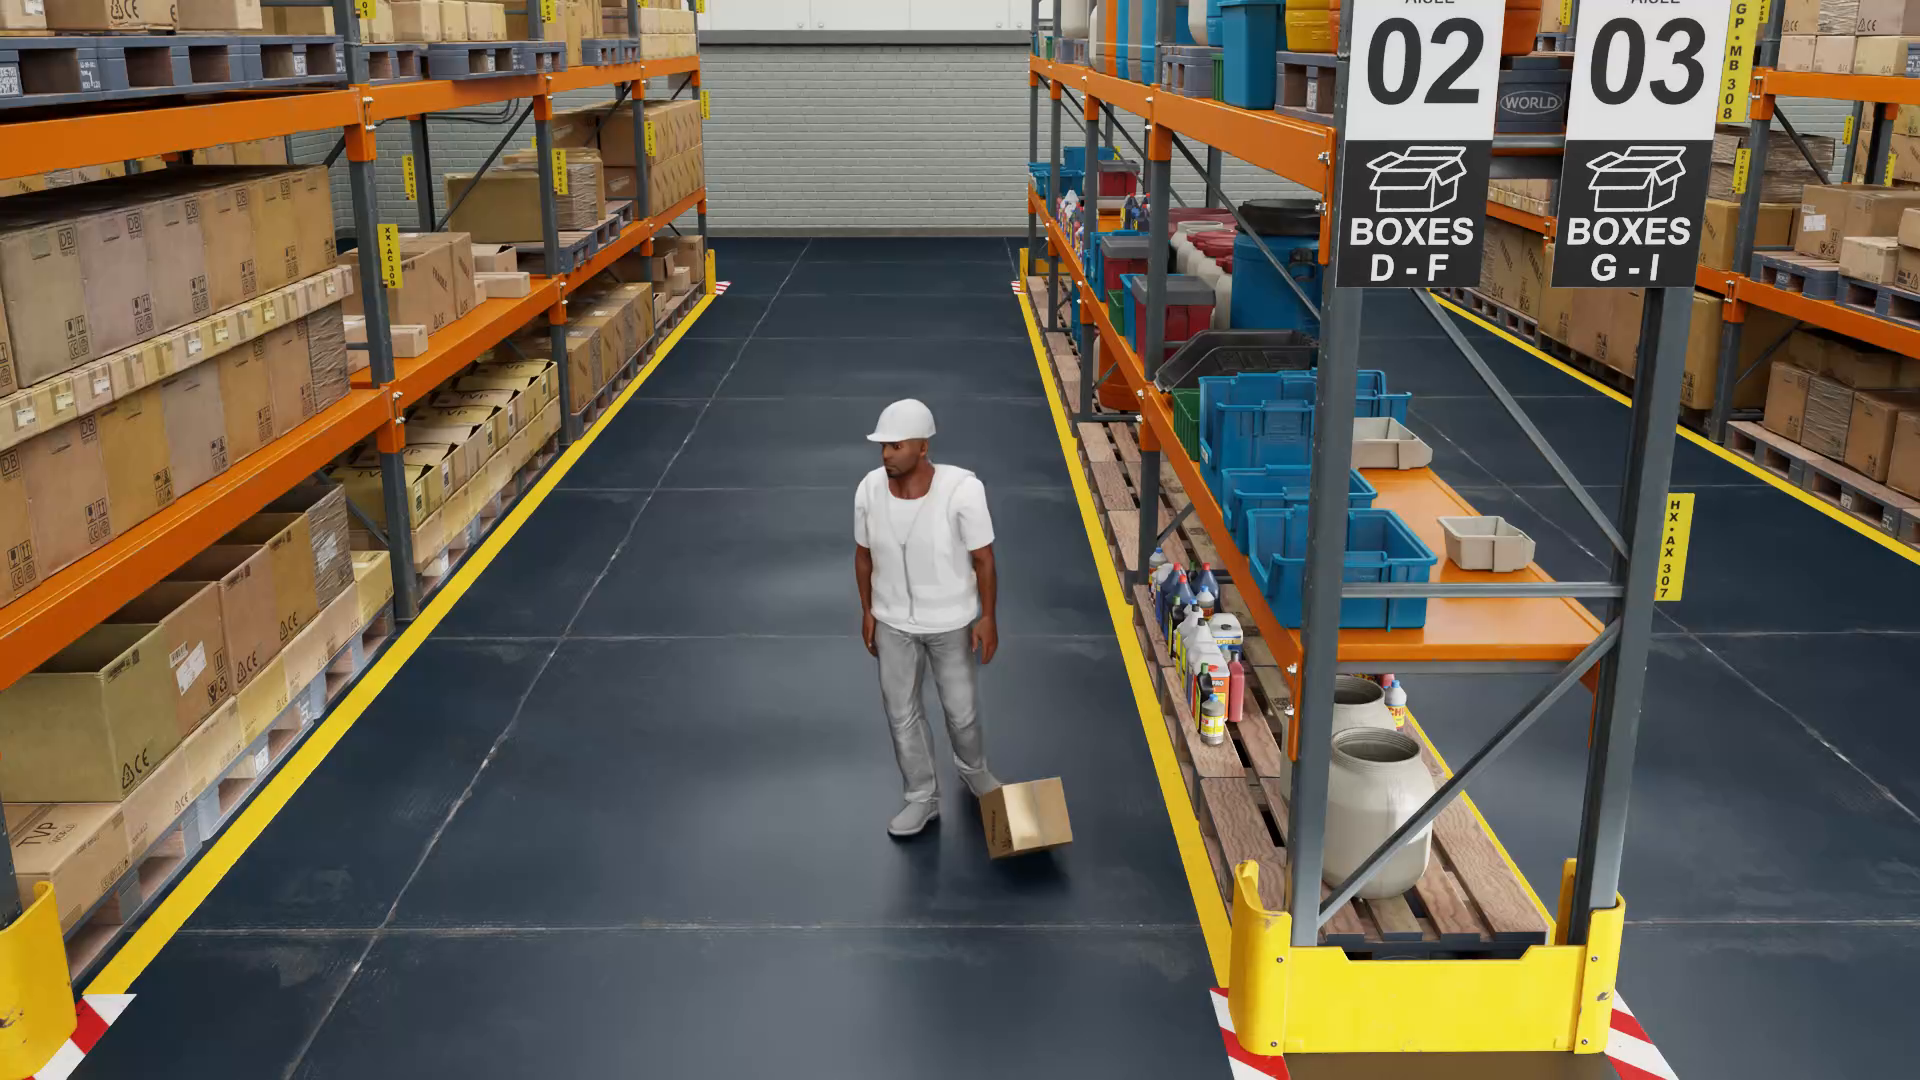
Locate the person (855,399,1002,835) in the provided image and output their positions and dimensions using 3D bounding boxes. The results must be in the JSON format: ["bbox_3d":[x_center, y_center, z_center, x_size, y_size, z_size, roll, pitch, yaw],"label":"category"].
[{"bbox_3d":[-0.120,0.287,6.573,0.600,1.755,0.581,5,18,17],"label":"person"}]
